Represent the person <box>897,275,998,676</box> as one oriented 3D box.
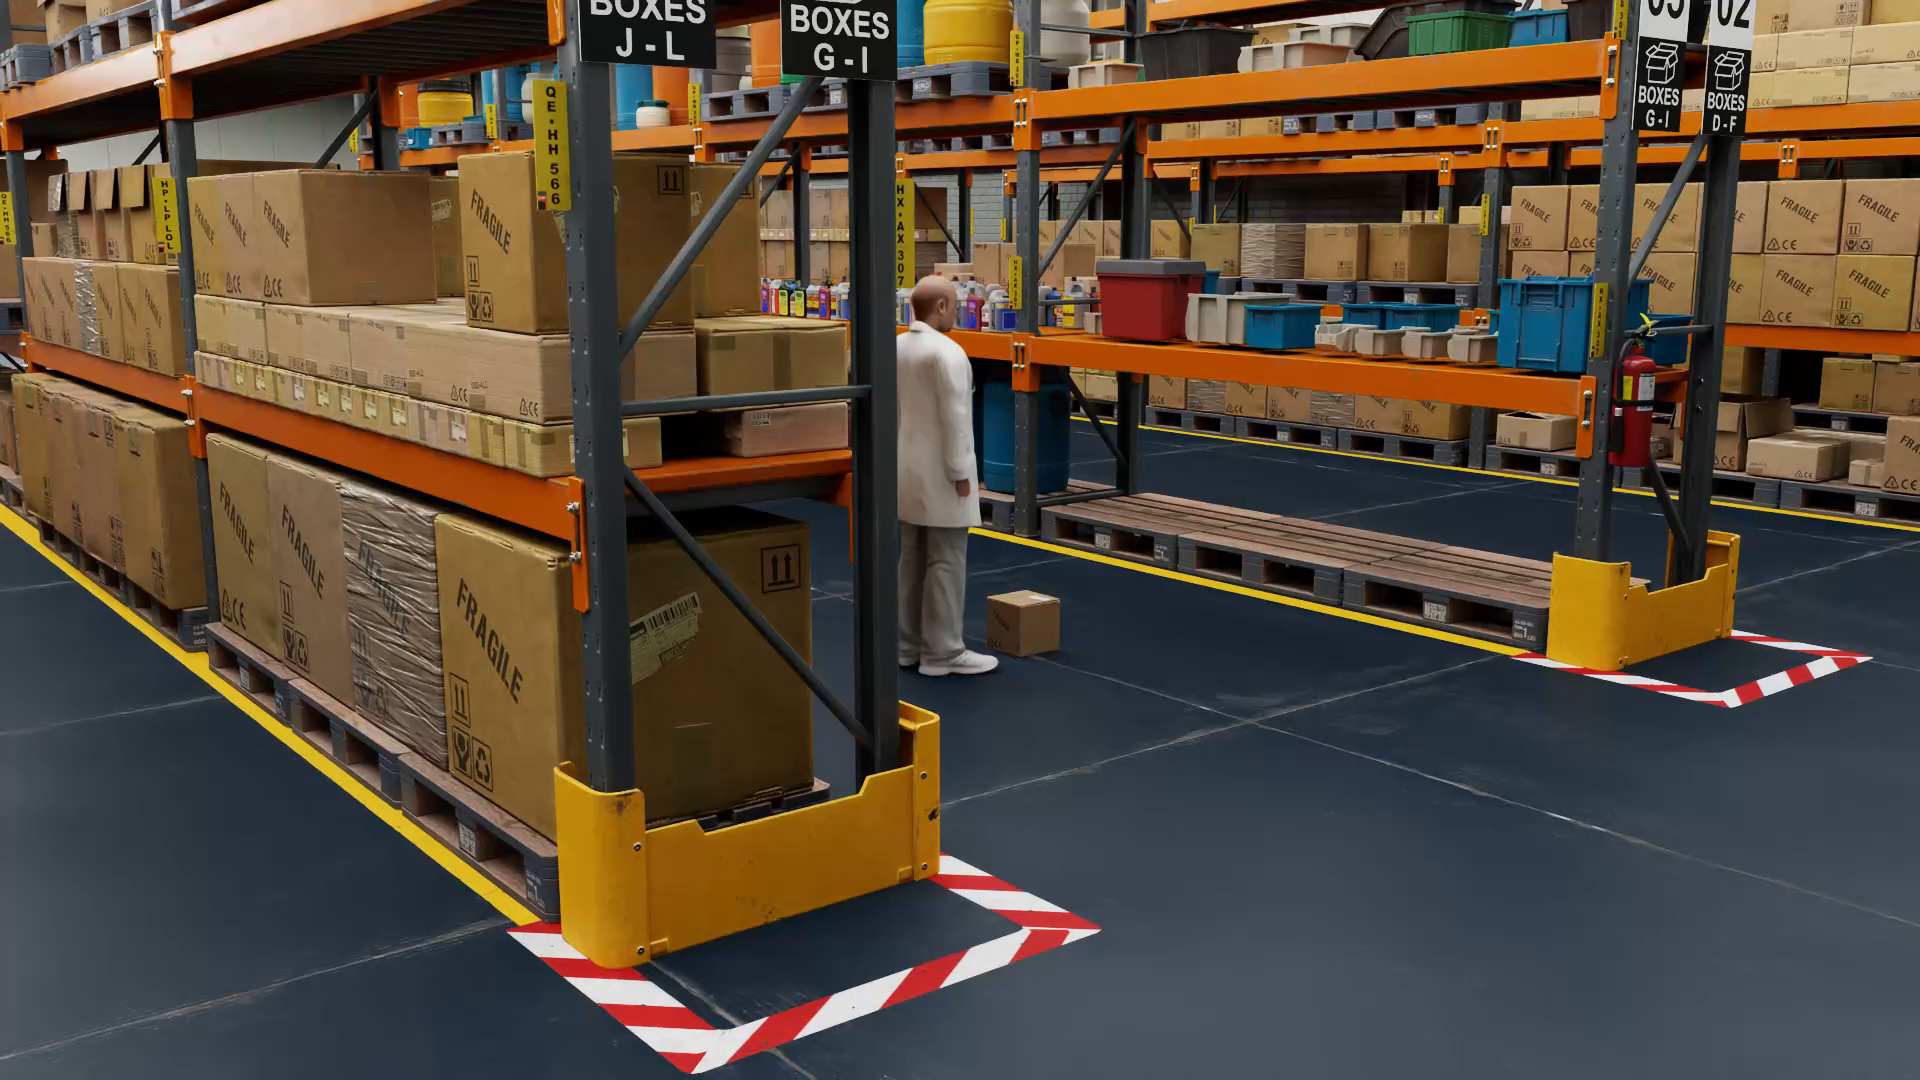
[{"bbox_3d":[-0.119,-0.298,7.523,0.370,1.782,0.585,-8,13,-35],"label":"person"}]
